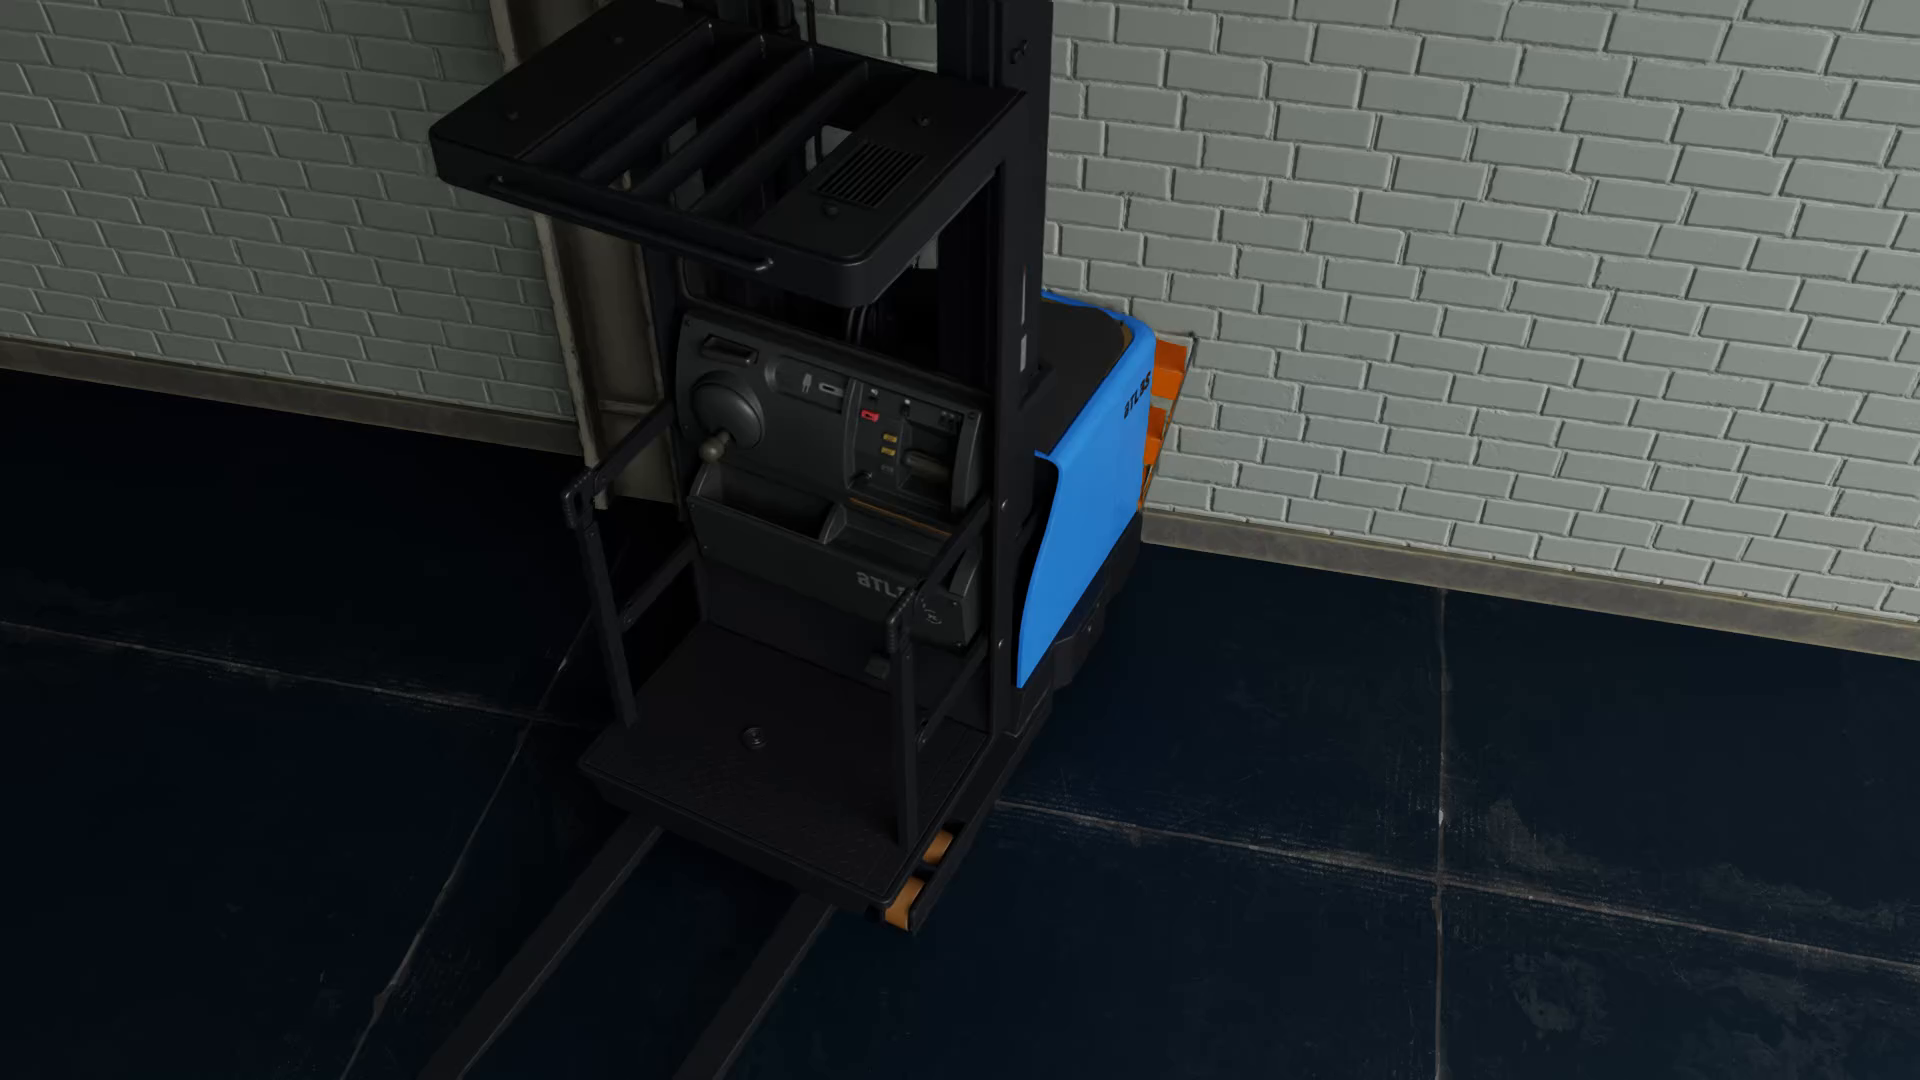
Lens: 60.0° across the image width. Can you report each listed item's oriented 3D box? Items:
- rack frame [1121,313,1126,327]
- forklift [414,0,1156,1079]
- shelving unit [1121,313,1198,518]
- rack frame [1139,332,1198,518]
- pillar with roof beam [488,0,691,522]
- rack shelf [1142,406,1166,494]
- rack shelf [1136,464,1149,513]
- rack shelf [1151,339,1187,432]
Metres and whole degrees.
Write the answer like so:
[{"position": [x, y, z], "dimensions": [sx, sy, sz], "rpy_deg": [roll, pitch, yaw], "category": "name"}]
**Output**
[{"position": [0.461, -0.388, 5.833], "dimensions": [0.008, 1.050, 0.200], "rpy_deg": [15, 41, 2], "category": "rack frame"}, {"position": [-0.468, -0.240, 4.386], "dimensions": [1.130, 2.935, 3.031], "rpy_deg": [20, 47, 19], "category": "forklift"}, {"position": [0.579, -0.357, 5.830], "dimensions": [0.252, 1.050, 0.215], "rpy_deg": [15, 41, 2], "category": "shelving unit"}, {"position": [0.697, -0.326, 5.827], "dimensions": [0.008, 1.050, 0.200], "rpy_deg": [15, 41, 2], "category": "rack frame"}, {"position": [-2.122, -0.527, 0.309], "dimensions": [0.400, 9.000, 9.100], "rpy_deg": [9, 45, 9], "category": "pillar with roof beam"}, {"position": [0.577, -0.349, 5.837], "dimensions": [0.240, 0.259, 0.215], "rpy_deg": [15, 41, 2], "category": "rack shelf"}, {"position": [0.528, -0.144, 6.018], "dimensions": [0.240, 0.259, 0.215], "rpy_deg": [15, 41, 2], "category": "rack shelf"}, {"position": [0.627, -0.559, 5.652], "dimensions": [0.240, 0.259, 0.215], "rpy_deg": [15, 41, 2], "category": "rack shelf"}]
